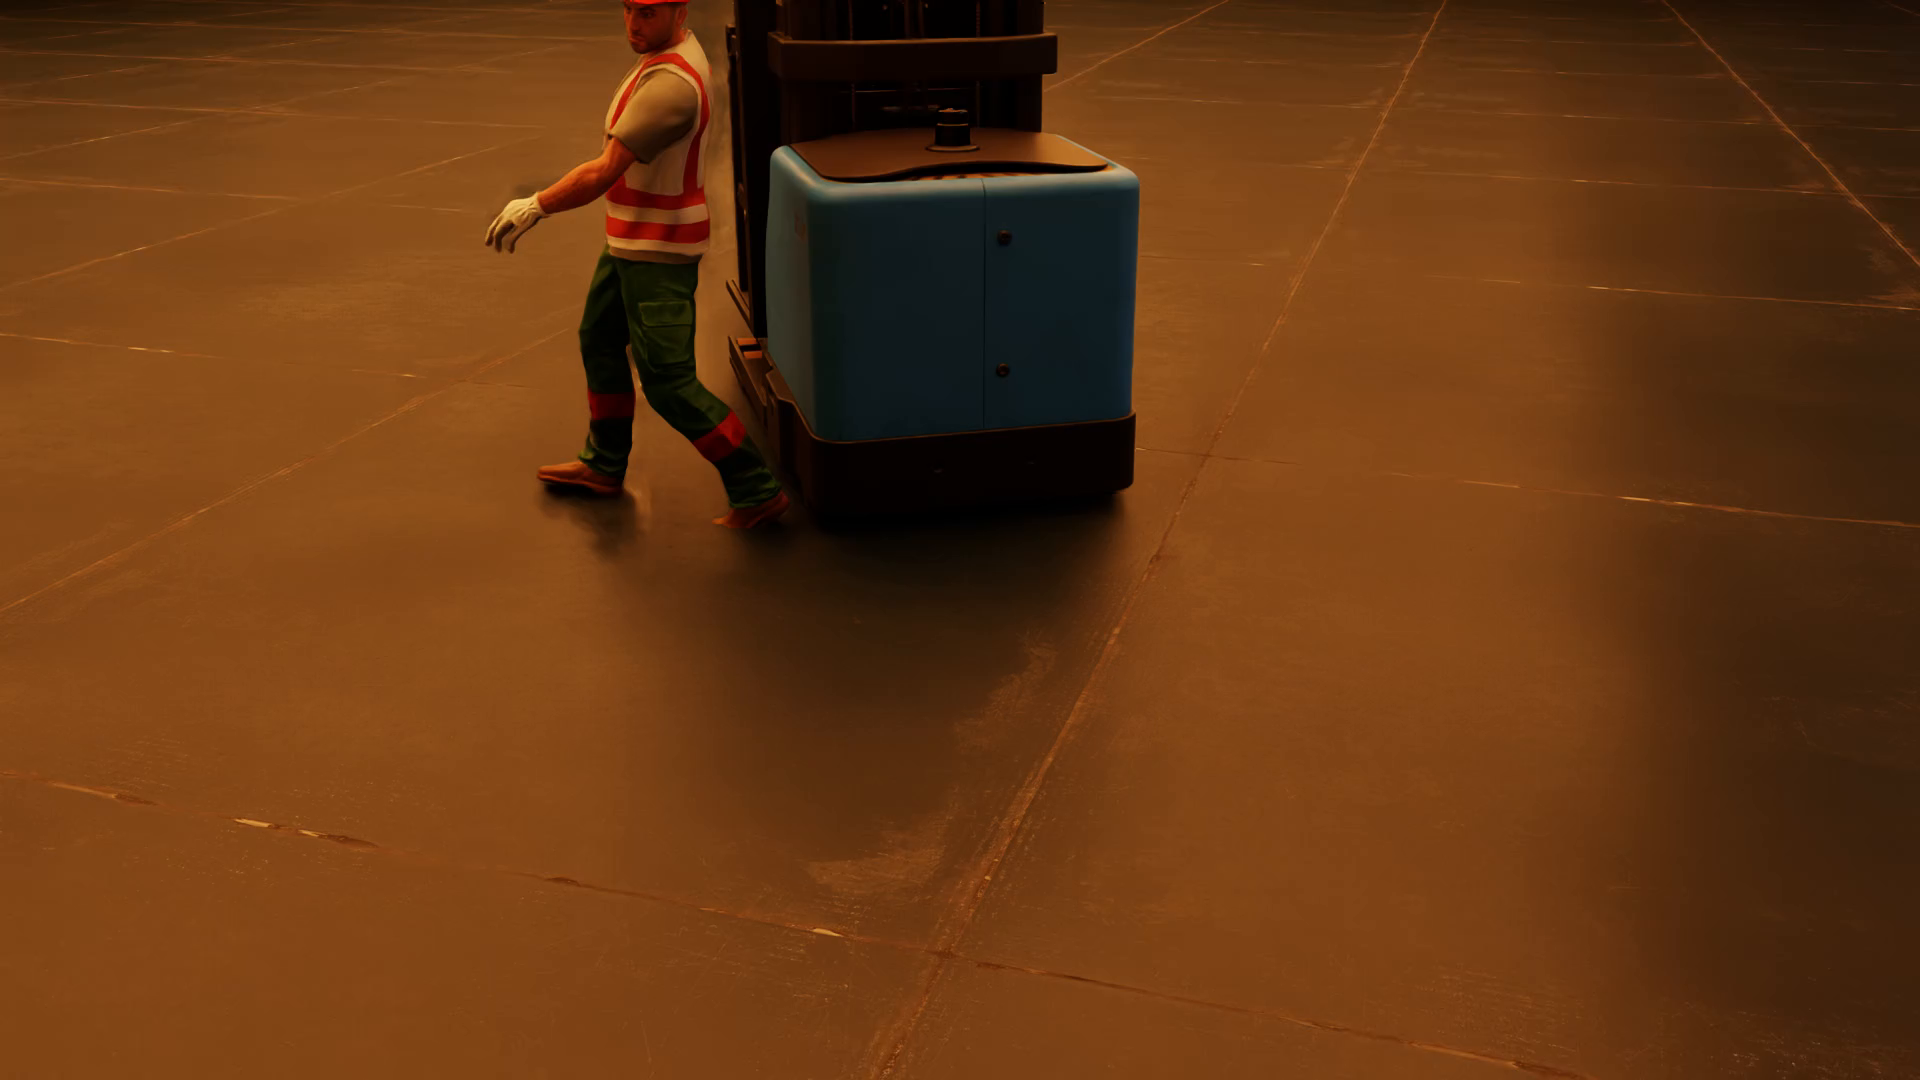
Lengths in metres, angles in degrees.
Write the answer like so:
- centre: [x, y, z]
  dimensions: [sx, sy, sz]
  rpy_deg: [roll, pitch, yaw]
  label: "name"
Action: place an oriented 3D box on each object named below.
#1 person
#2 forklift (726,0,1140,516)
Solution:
- centre: [-1.000, -0.896, 5.105]
  dimensions: [0.838, 1.764, 0.806]
  rpy_deg: [-4, 23, -10]
  label: "person"
- centre: [-0.305, -1.960, 6.028]
  dimensions: [1.130, 2.935, 3.031]
  rpy_deg: [-6, 23, -14]
  label: "forklift"
